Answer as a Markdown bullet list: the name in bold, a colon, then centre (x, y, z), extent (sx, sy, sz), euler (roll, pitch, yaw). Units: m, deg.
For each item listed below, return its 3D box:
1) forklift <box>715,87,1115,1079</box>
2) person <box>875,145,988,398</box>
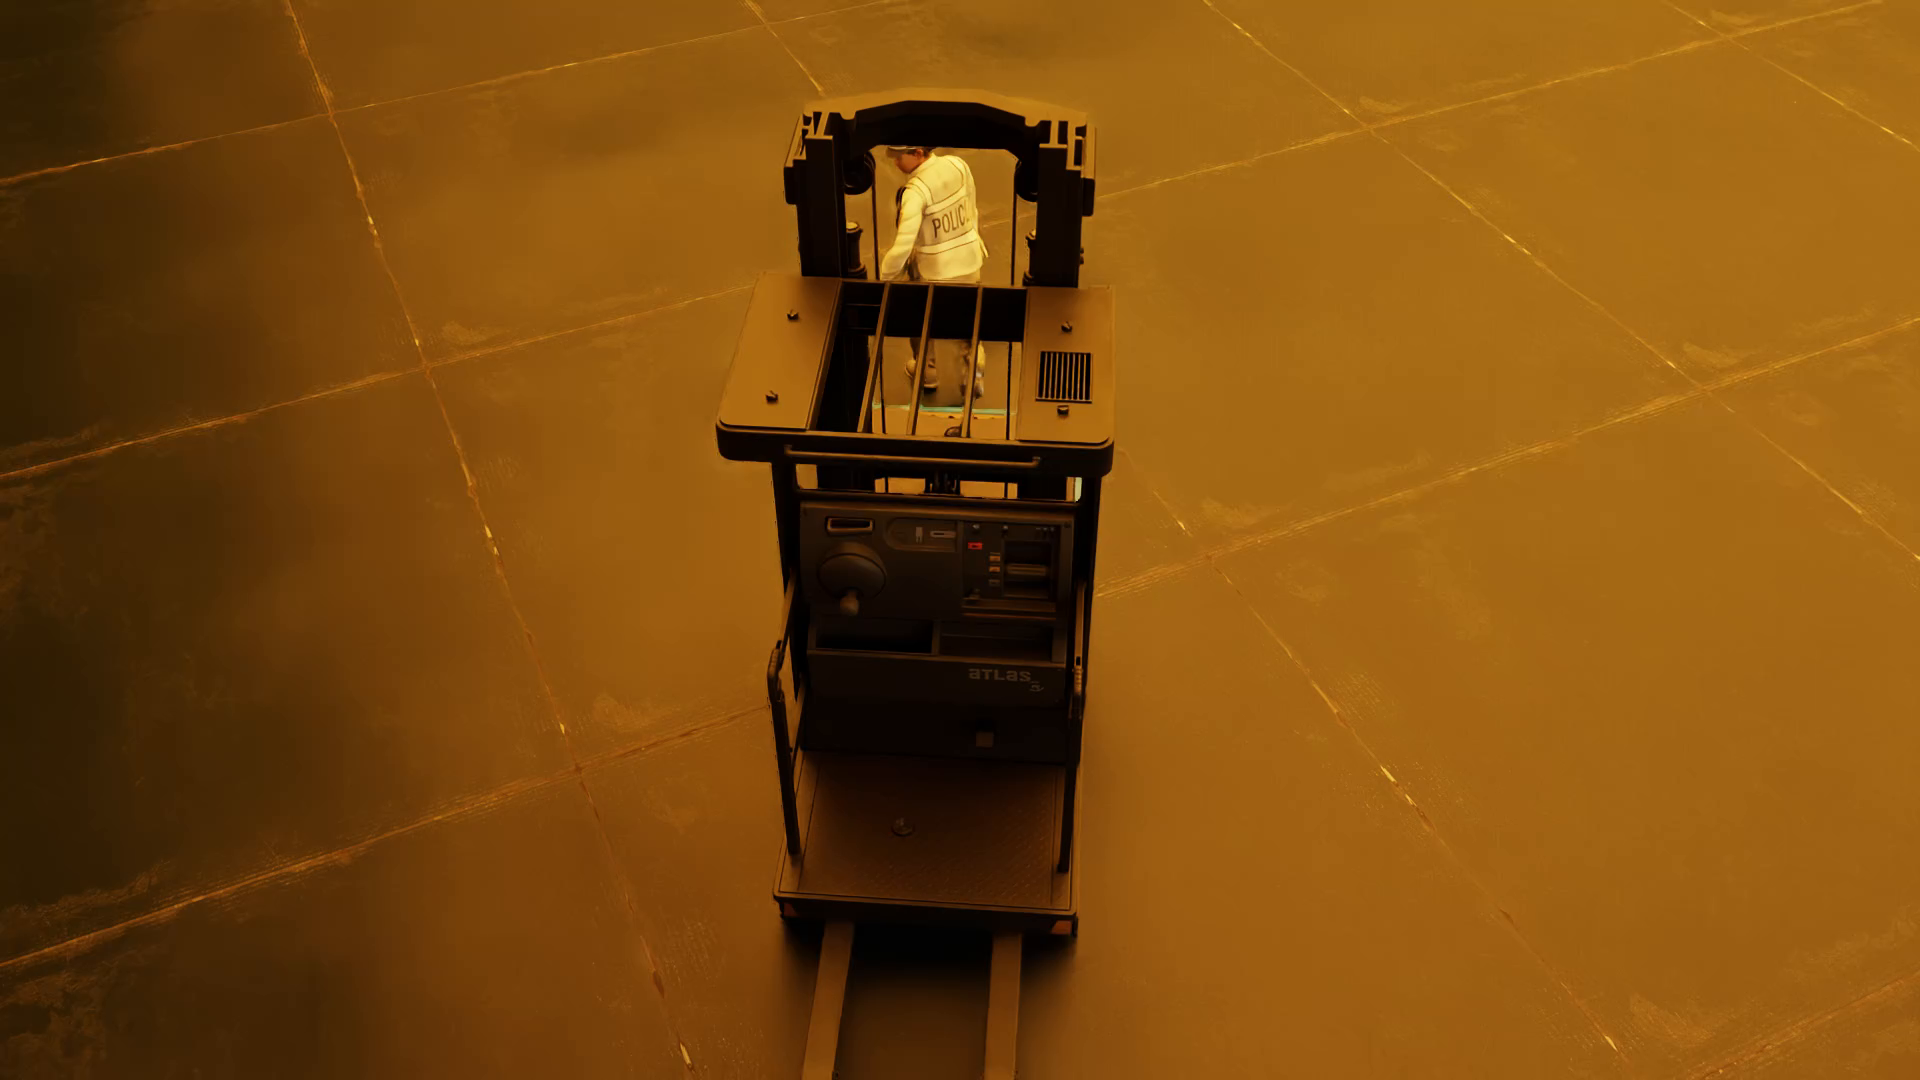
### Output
- **forklift**: centre (-0.095, 0.166, 5.502), extent (1.130, 2.935, 3.031), euler (3, 43, 3)
- **person**: centre (-0.091, -1.373, 8.247), extent (0.756, 1.463, 0.611), euler (-24, 48, -24)
